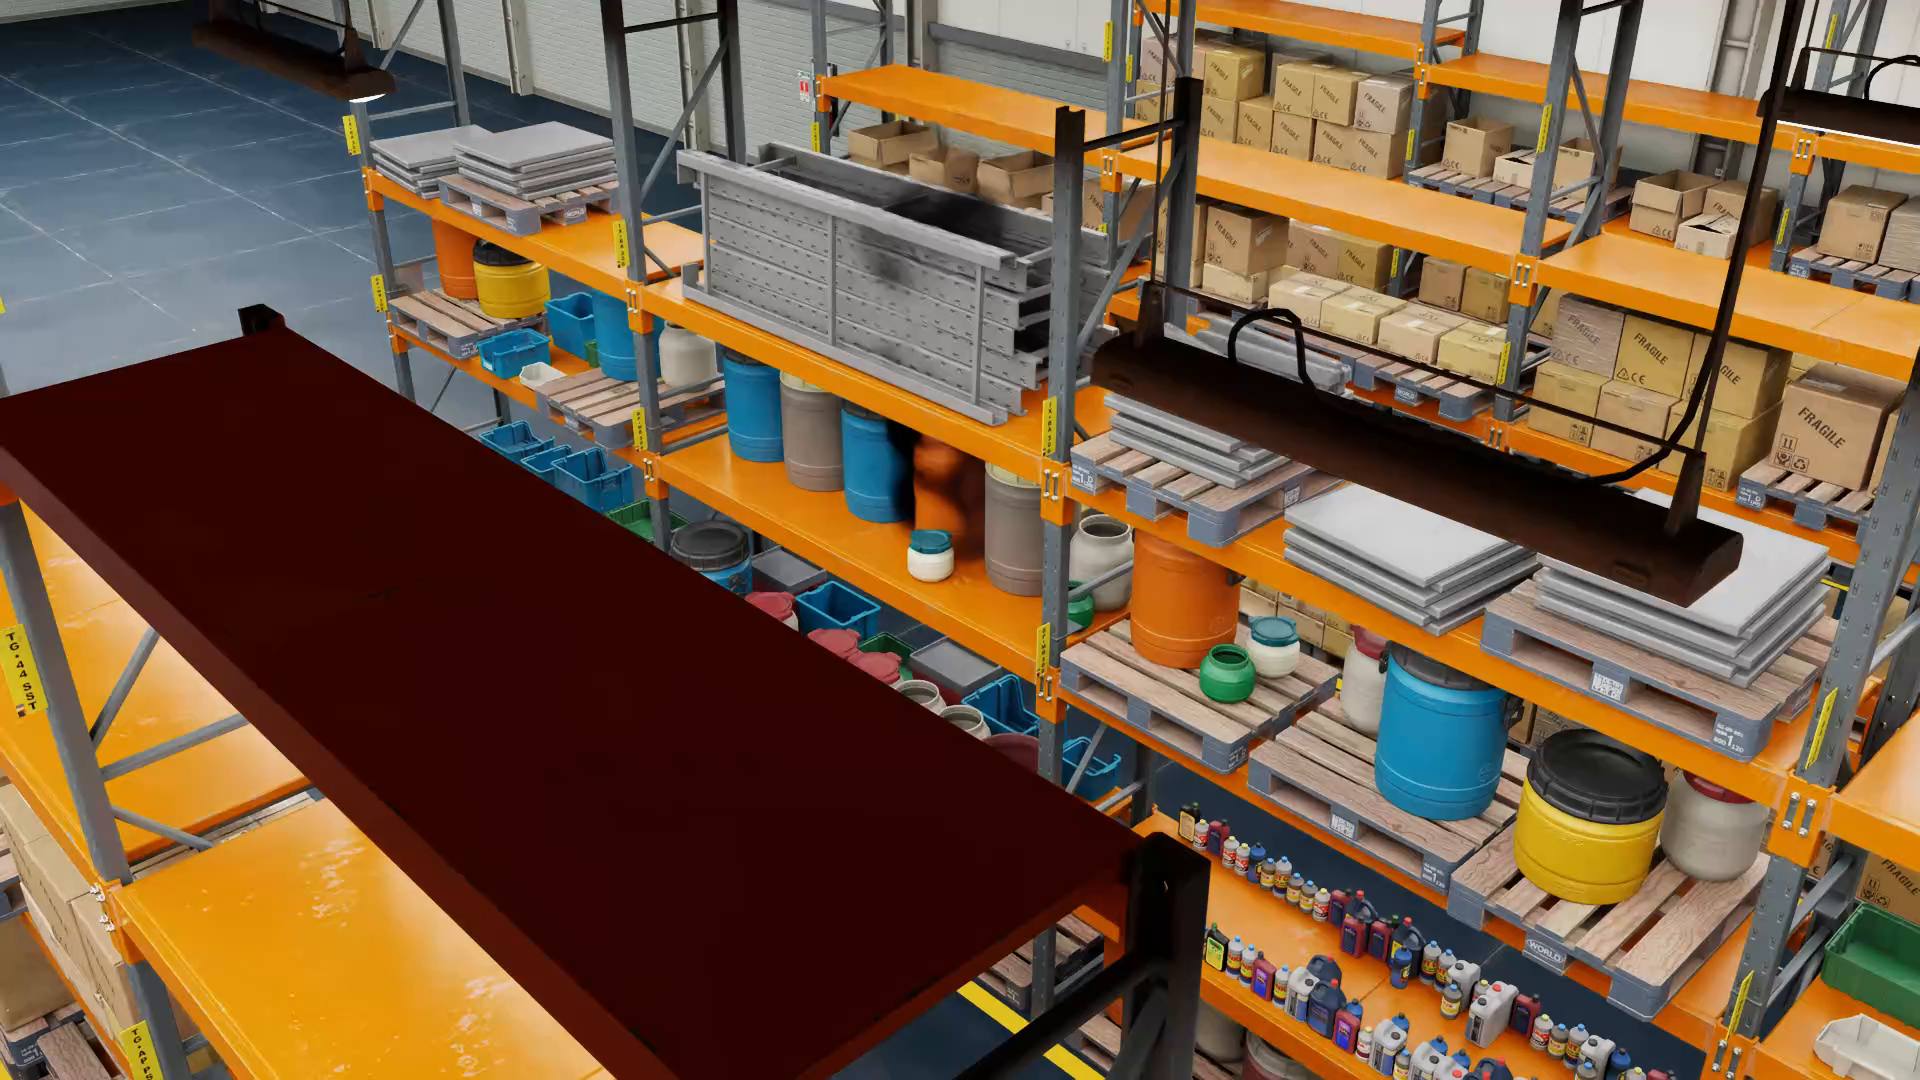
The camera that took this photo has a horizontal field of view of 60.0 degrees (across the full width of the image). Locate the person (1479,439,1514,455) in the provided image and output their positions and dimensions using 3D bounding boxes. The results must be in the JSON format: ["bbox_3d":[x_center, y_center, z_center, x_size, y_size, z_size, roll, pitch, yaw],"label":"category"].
[{"bbox_3d":[5.160,-0.506,15.997,0.637,1.727,0.647,18,33,29],"label":"person"}]
